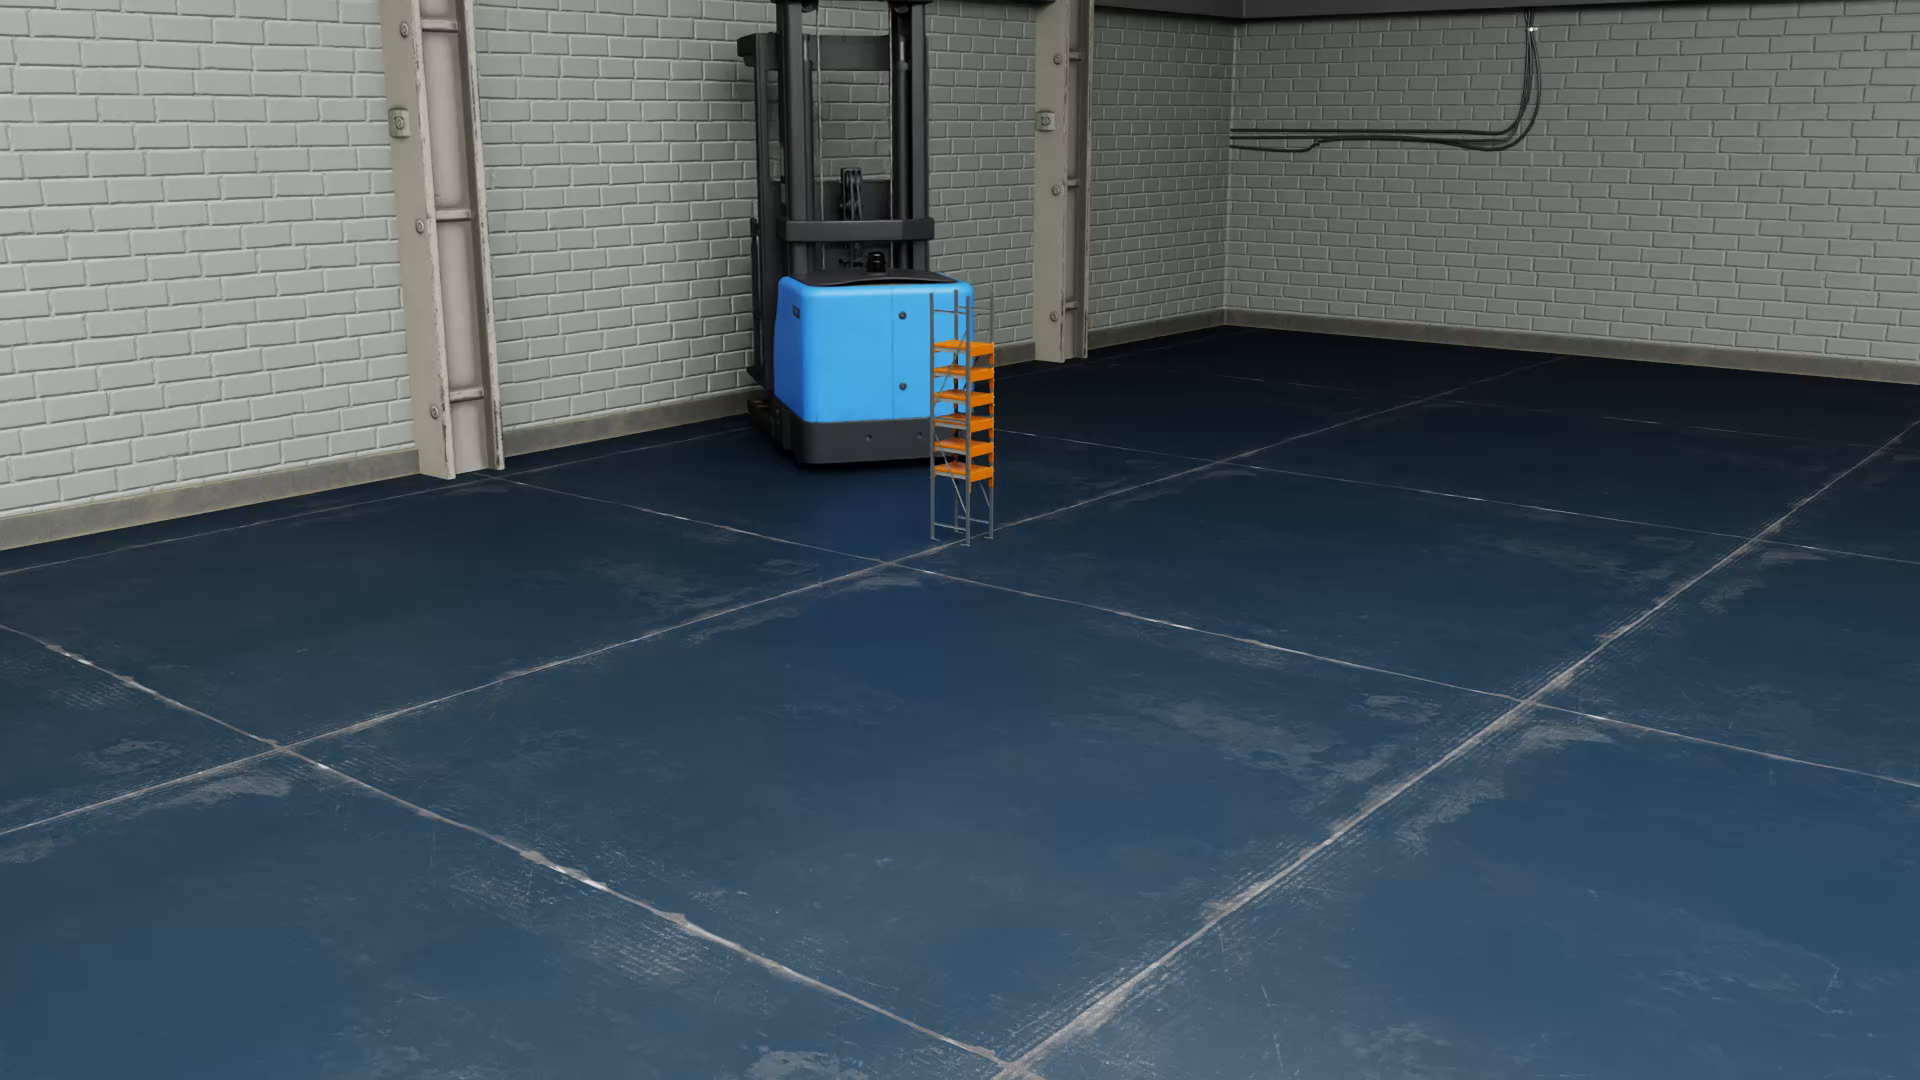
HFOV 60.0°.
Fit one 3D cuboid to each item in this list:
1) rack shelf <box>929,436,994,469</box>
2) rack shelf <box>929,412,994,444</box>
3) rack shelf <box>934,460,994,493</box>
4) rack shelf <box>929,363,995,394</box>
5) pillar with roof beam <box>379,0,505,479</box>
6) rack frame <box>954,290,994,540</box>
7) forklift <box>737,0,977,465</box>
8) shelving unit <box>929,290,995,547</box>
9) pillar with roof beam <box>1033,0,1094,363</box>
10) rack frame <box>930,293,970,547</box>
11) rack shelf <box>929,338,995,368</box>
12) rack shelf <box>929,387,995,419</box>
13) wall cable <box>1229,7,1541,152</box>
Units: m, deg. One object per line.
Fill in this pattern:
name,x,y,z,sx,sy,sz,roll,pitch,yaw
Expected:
rack shelf,0.009,-0.425,8.027,0.258,0.103,0.180,11,18,38
rack shelf,0.009,-0.541,7.997,0.258,0.103,0.180,11,18,38
rack shelf,0.009,-0.309,8.056,0.258,0.103,0.180,11,18,38
rack shelf,0.009,-0.774,7.938,0.258,0.103,0.180,11,18,38
pillar with roof beam,0.434,-4.102,5.992,9.100,9.000,0.400,11,18,38
rack frame,0.067,-0.602,8.055,0.240,1.200,0.006,11,18,38
forklift,-0.801,-2.174,10.729,1.130,2.935,3.031,-4,15,-16
shelving unit,0.009,-0.584,7.986,0.258,1.200,0.189,11,18,38
pillar with roof beam,4.205,-5.251,10.515,9.100,9.000,0.400,11,18,38
rack frame,-0.048,-0.567,7.917,0.240,1.200,0.006,11,18,38
rack shelf,0.009,-0.890,7.908,0.258,0.103,0.180,11,18,38
rack shelf,0.009,-0.658,7.968,0.258,0.103,0.180,11,18,38
wall cable,3.737,-4.771,14.935,3.097,2.526,0.112,11,18,38
